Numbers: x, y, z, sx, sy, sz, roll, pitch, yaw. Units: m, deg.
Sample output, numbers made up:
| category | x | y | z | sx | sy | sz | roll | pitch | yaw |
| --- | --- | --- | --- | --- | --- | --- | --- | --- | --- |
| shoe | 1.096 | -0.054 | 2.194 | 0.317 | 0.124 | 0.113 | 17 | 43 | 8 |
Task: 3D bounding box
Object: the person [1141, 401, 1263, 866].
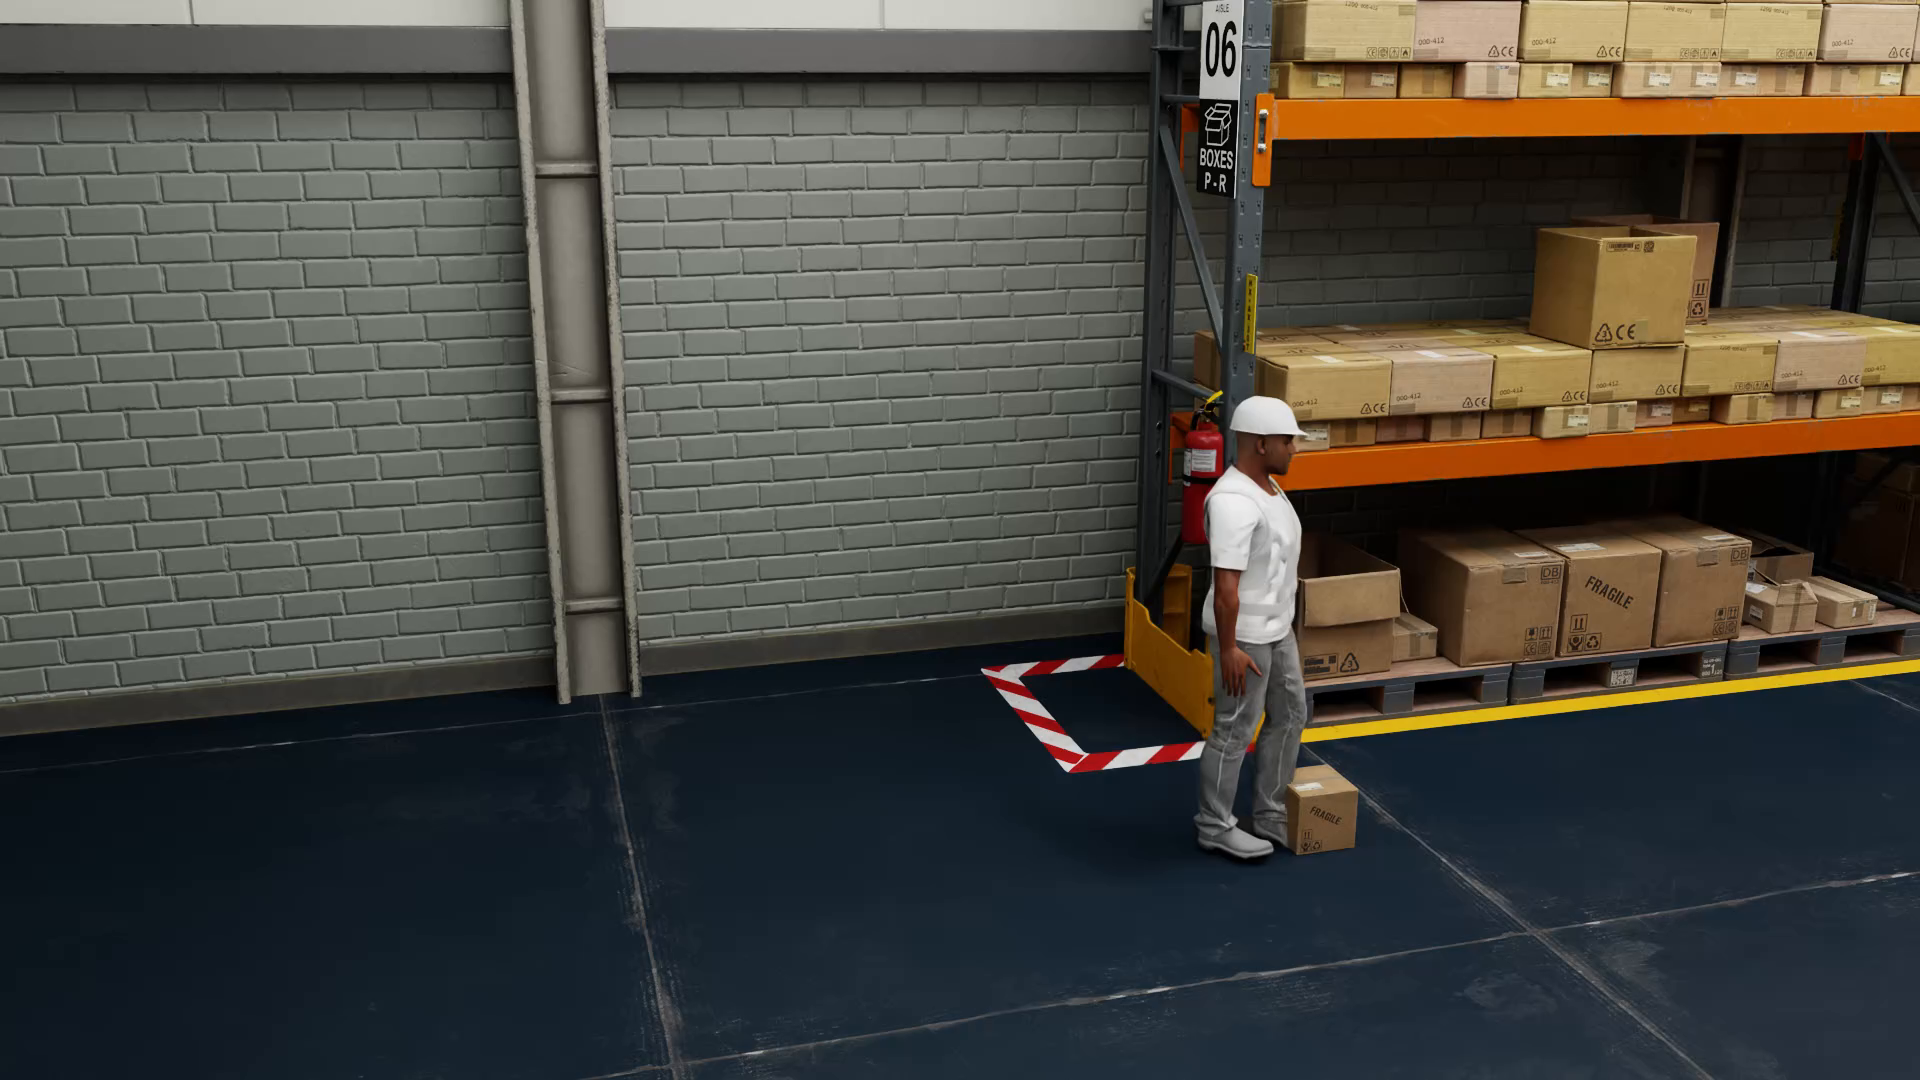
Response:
| category | x | y | z | sx | sy | sz | roll | pitch | yaw |
| --- | --- | --- | --- | --- | --- | --- | --- | --- | --- |
| person | 0.920 | 0.352 | 6.196 | 0.390 | 1.773 | 0.601 | -3 | 16 | -10 |
